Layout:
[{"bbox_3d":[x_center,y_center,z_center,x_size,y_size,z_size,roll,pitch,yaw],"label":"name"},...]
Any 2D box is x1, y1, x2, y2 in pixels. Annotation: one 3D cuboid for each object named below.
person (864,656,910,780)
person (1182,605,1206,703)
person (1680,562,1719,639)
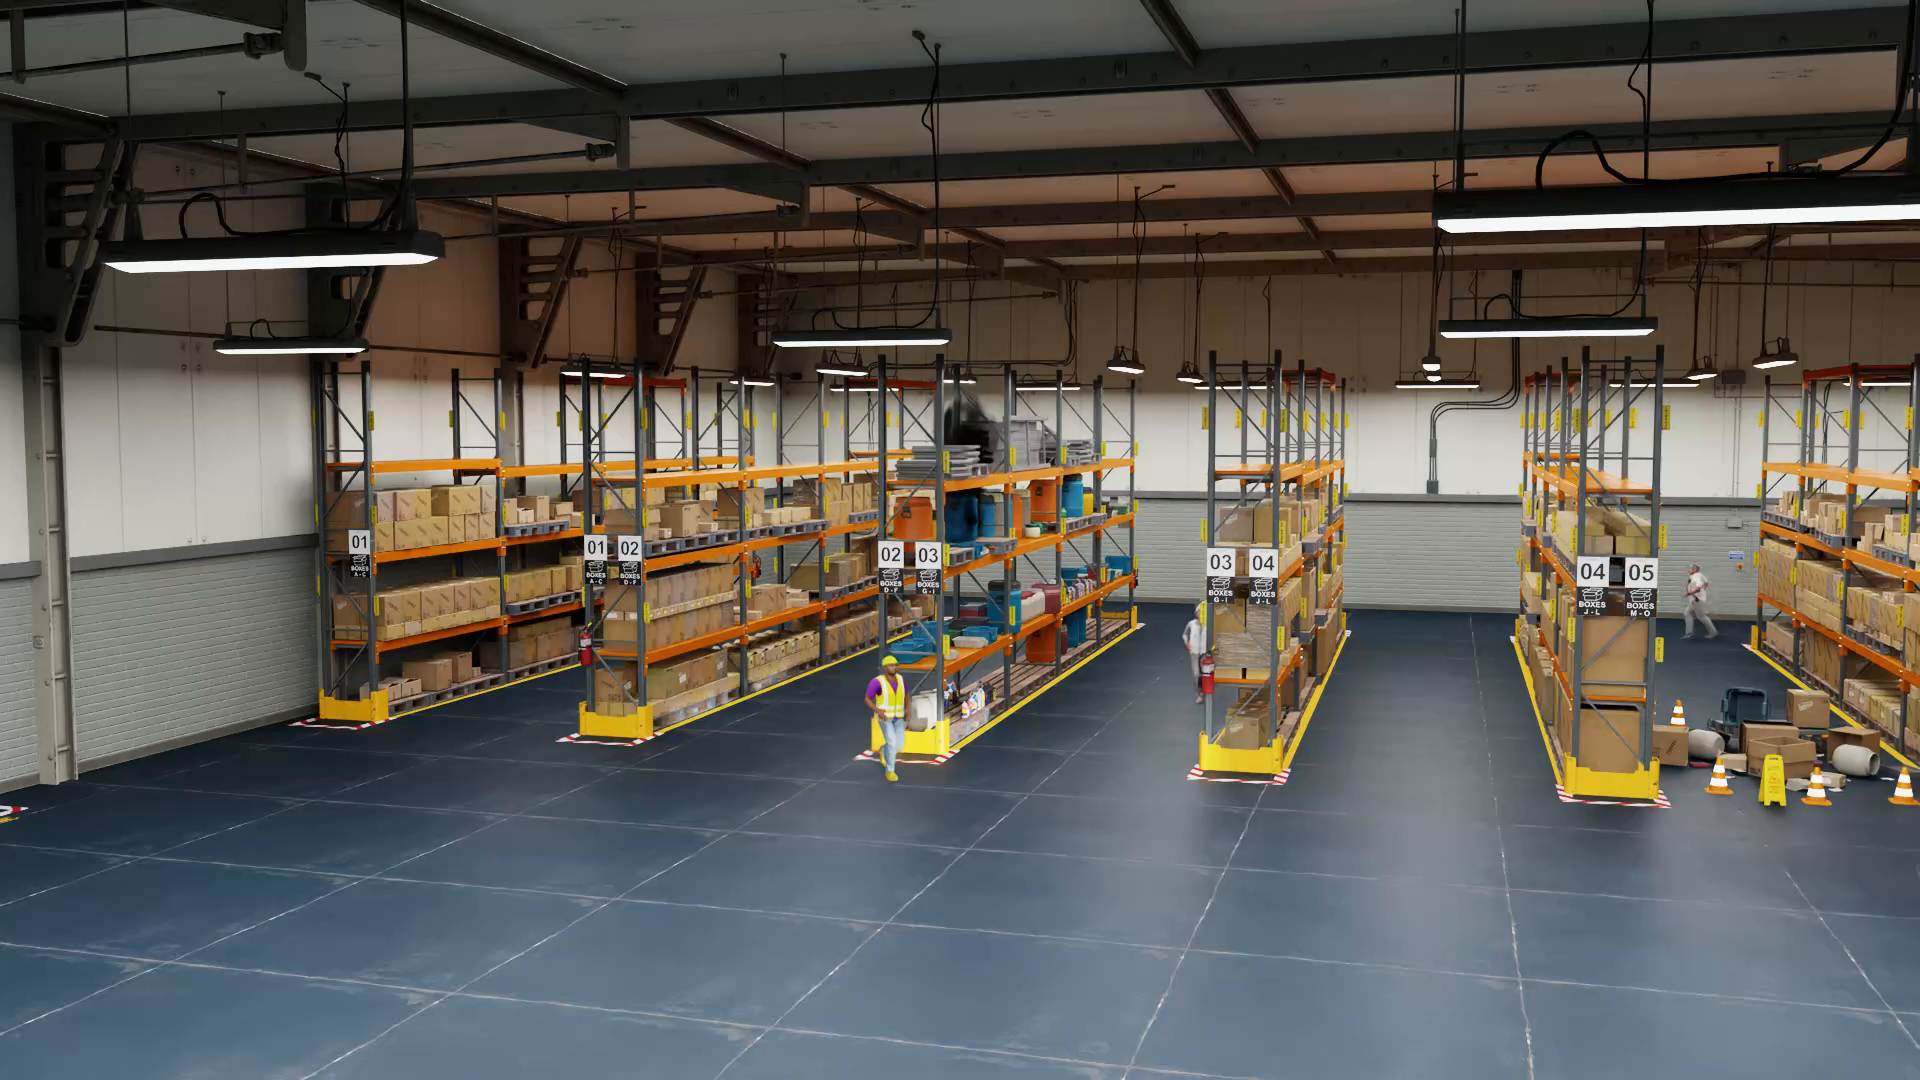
[{"bbox_3d":[-1.018,2.477,23.395,0.724,1.719,0.642,-3,5,-34],"label":"person"},{"bbox_3d":[4.301,2.016,29.761,0.658,1.748,0.644,1,4,14],"label":"person"},{"bbox_3d":[16.909,1.425,37.980,0.801,1.834,0.690,2,5,25],"label":"person"}]
